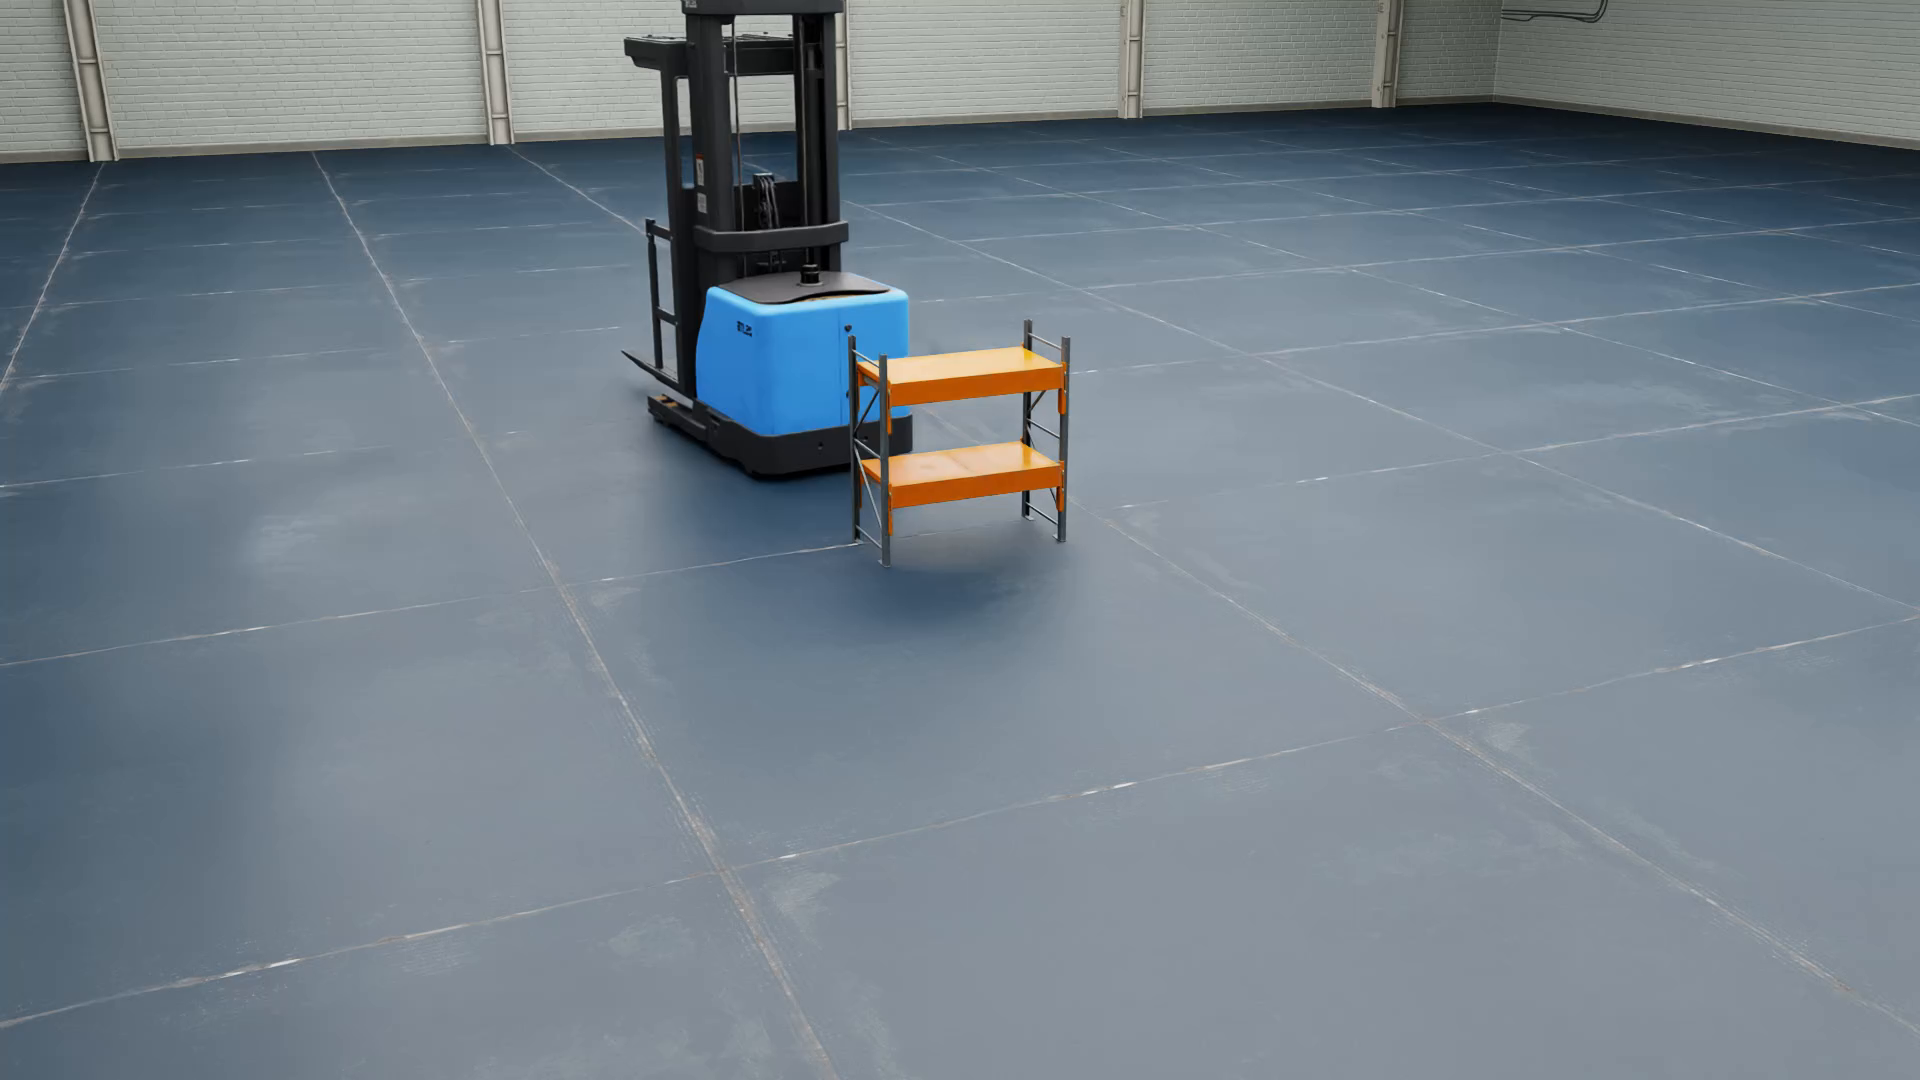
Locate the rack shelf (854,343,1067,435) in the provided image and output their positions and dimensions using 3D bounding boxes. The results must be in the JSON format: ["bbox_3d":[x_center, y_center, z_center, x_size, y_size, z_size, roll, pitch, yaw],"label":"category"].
[{"bbox_3d":[-0.006,-0.806,8.735,1.000,0.278,0.538,-8,21,-22],"label":"rack shelf"}]

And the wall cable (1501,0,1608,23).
[{"bbox_3d":[12.046,-11.794,33.645,0.112,2.526,3.097,-8,21,-22],"label":"wall cable"}]

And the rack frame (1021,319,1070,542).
[{"bbox_3d":[0.461,-0.597,9.023,0.032,1.125,0.500,-8,21,-22],"label":"rack frame"}]

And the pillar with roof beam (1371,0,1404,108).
[{"bbox_3d":[10.523,-11.962,29.445,0.400,9.000,9.100,-8,21,-22],"label":"pillar with roof beam"}]

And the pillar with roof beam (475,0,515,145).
[{"bbox_3d":[-6.005,-9.594,22.720,0.400,9.000,9.100,-8,21,-22],"label":"pillar with roof beam"}]

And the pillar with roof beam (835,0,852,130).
[{"bbox_3d":[-0.496,-10.383,24.962,0.400,9.000,9.100,-8,21,-22],"label":"pillar with roof beam"}]

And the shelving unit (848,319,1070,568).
[{"bbox_3d":[-0.006,-0.530,8.833,1.048,1.125,0.538,-8,21,-22],"label":"shelving unit"}]

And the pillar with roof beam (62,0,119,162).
[{"bbox_3d":[-11.514,-8.805,20.478,0.400,9.000,9.100,-8,21,-22],"label":"pillar with roof beam"}]

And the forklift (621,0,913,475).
[{"bbox_3d":[-1.470,-2.212,10.890,1.130,2.935,3.031,-11,22,-28],"label":"forklift"}]

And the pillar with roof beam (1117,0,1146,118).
[{"bbox_3d":[5.014,-11.173,27.204,0.400,9.000,9.100,-8,21,-22],"label":"pillar with roof beam"}]

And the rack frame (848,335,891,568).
[{"bbox_3d":[-0.473,-0.463,8.643,0.032,1.125,0.500,-8,21,-22],"label":"rack frame"}]

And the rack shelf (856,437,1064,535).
[{"bbox_3d":[-0.006,-0.299,8.914,1.000,0.278,0.538,-8,21,-22],"label":"rack shelf"}]
